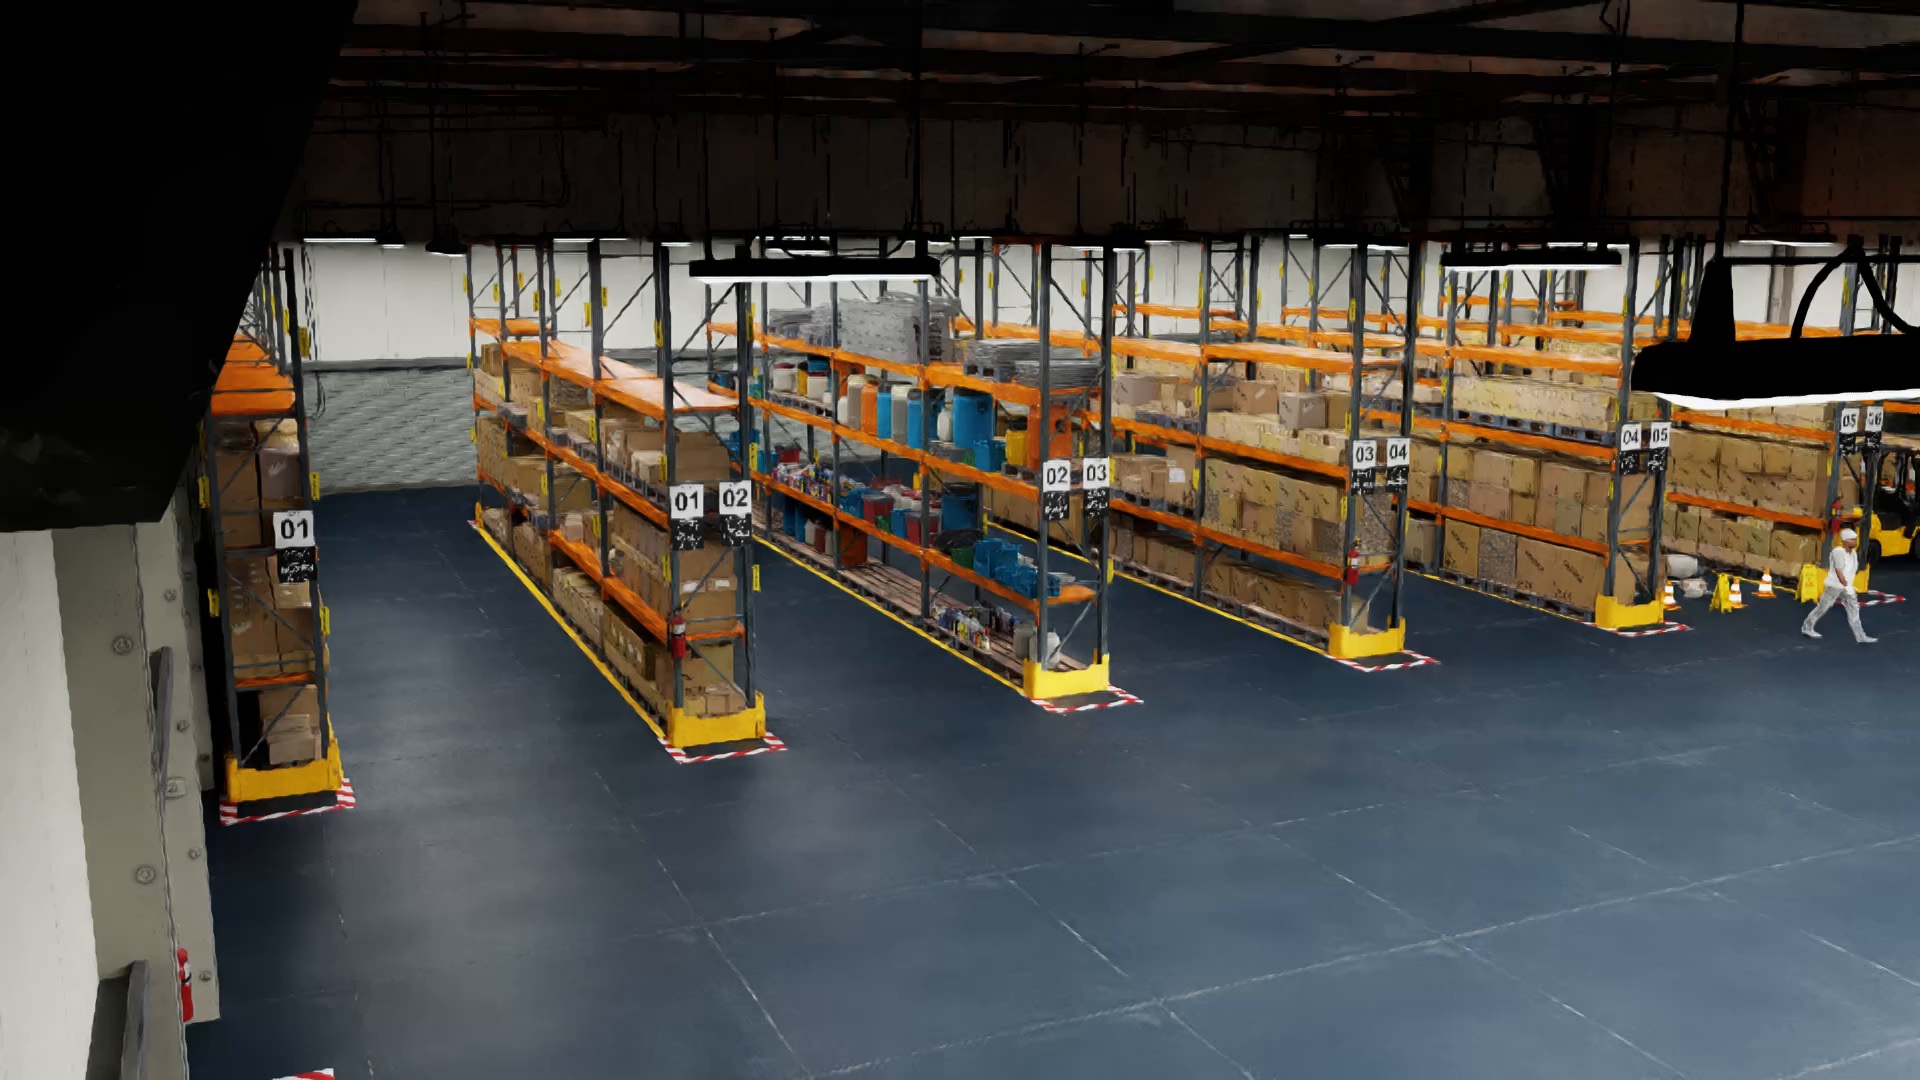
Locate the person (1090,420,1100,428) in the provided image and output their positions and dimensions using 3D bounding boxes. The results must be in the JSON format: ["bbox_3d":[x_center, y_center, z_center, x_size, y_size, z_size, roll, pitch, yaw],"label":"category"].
[{"bbox_3d":[3.529,-2.938,43.782,0.622,1.719,0.956,0,11,0],"label":"person"}]

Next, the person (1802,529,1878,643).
[{"bbox_3d":[13.292,0.682,25.031,0.550,1.723,1.031,-7,13,-32],"label":"person"}]
